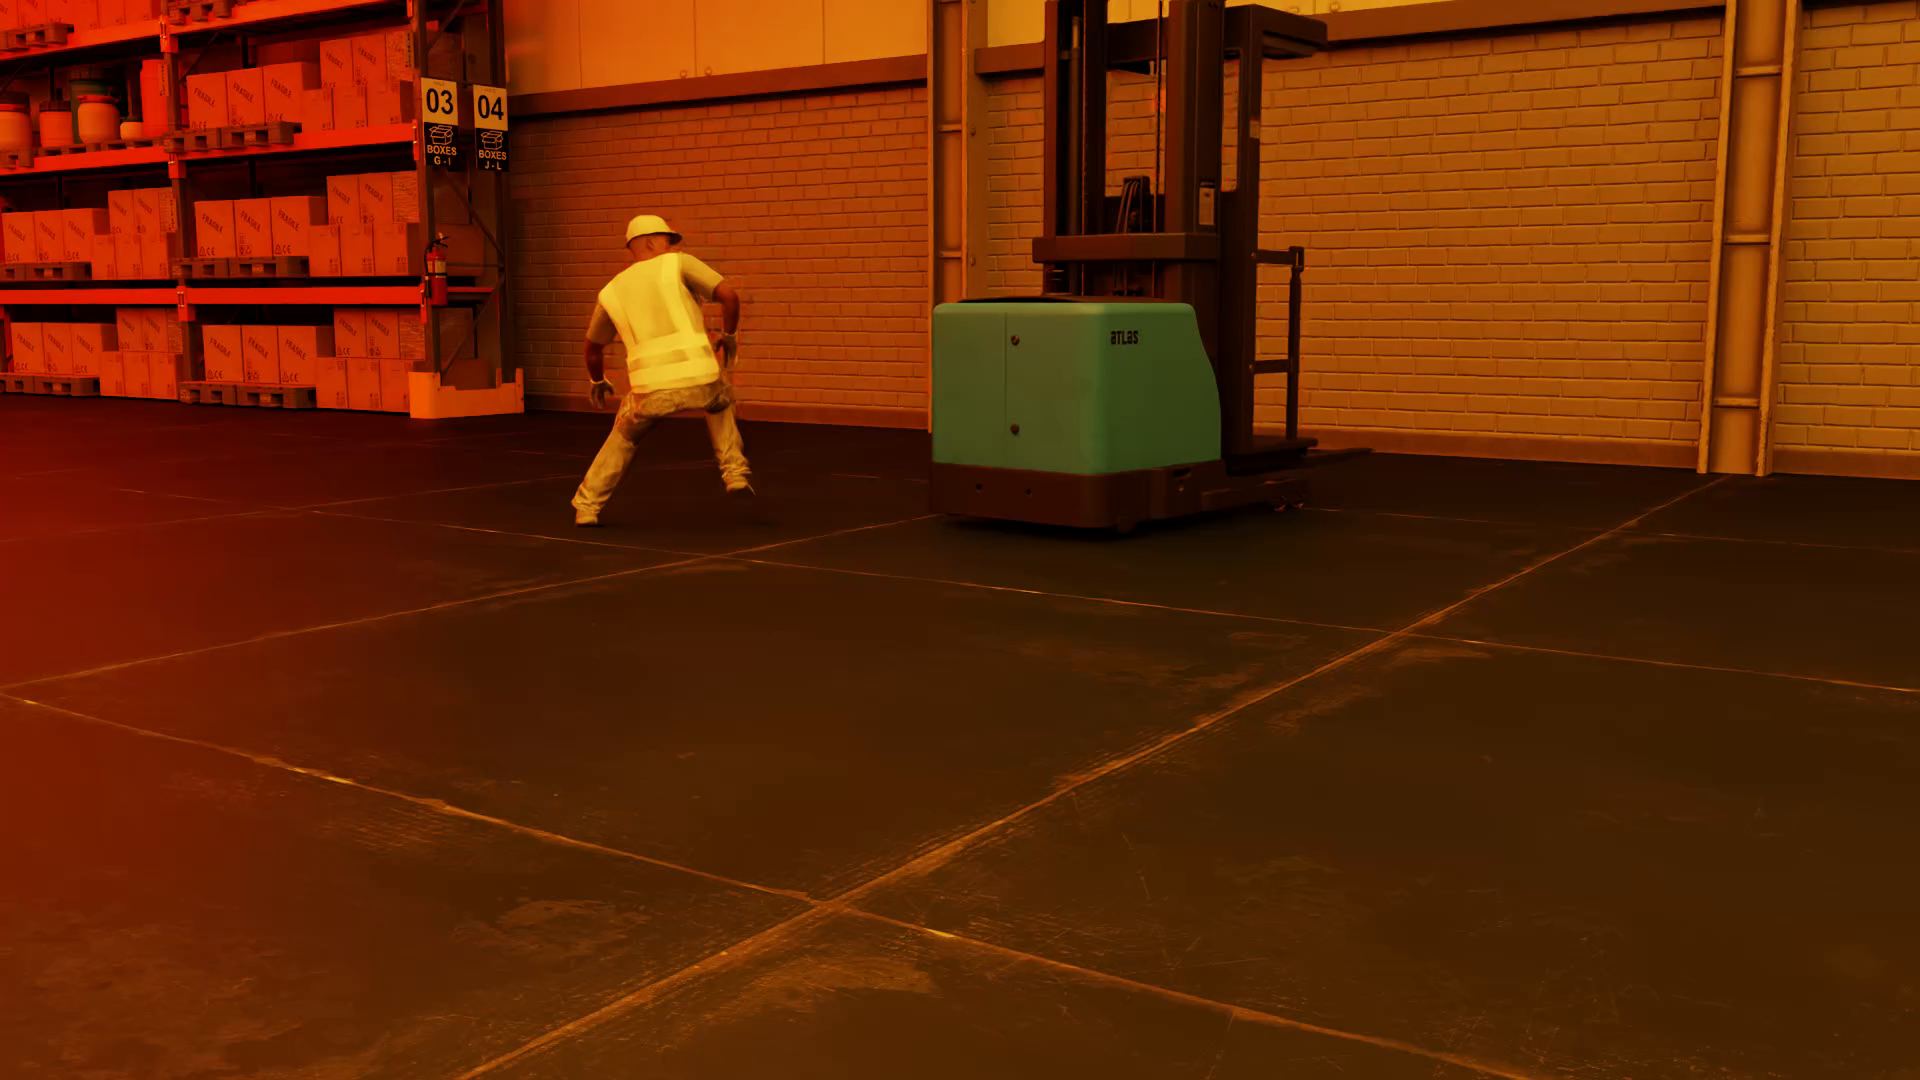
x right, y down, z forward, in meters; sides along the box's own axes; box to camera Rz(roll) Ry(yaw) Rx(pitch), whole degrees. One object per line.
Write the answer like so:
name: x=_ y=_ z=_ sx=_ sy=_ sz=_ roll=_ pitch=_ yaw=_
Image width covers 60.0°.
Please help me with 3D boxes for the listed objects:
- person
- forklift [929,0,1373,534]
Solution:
person: x=-1.467 y=-0.807 z=8.126 sx=0.894 sy=1.545 sz=0.731 roll=0 pitch=8 yaw=0
forklift: x=1.193 y=-1.636 z=8.696 sx=1.130 sy=2.935 sz=3.031 roll=7 pitch=11 yaw=40
